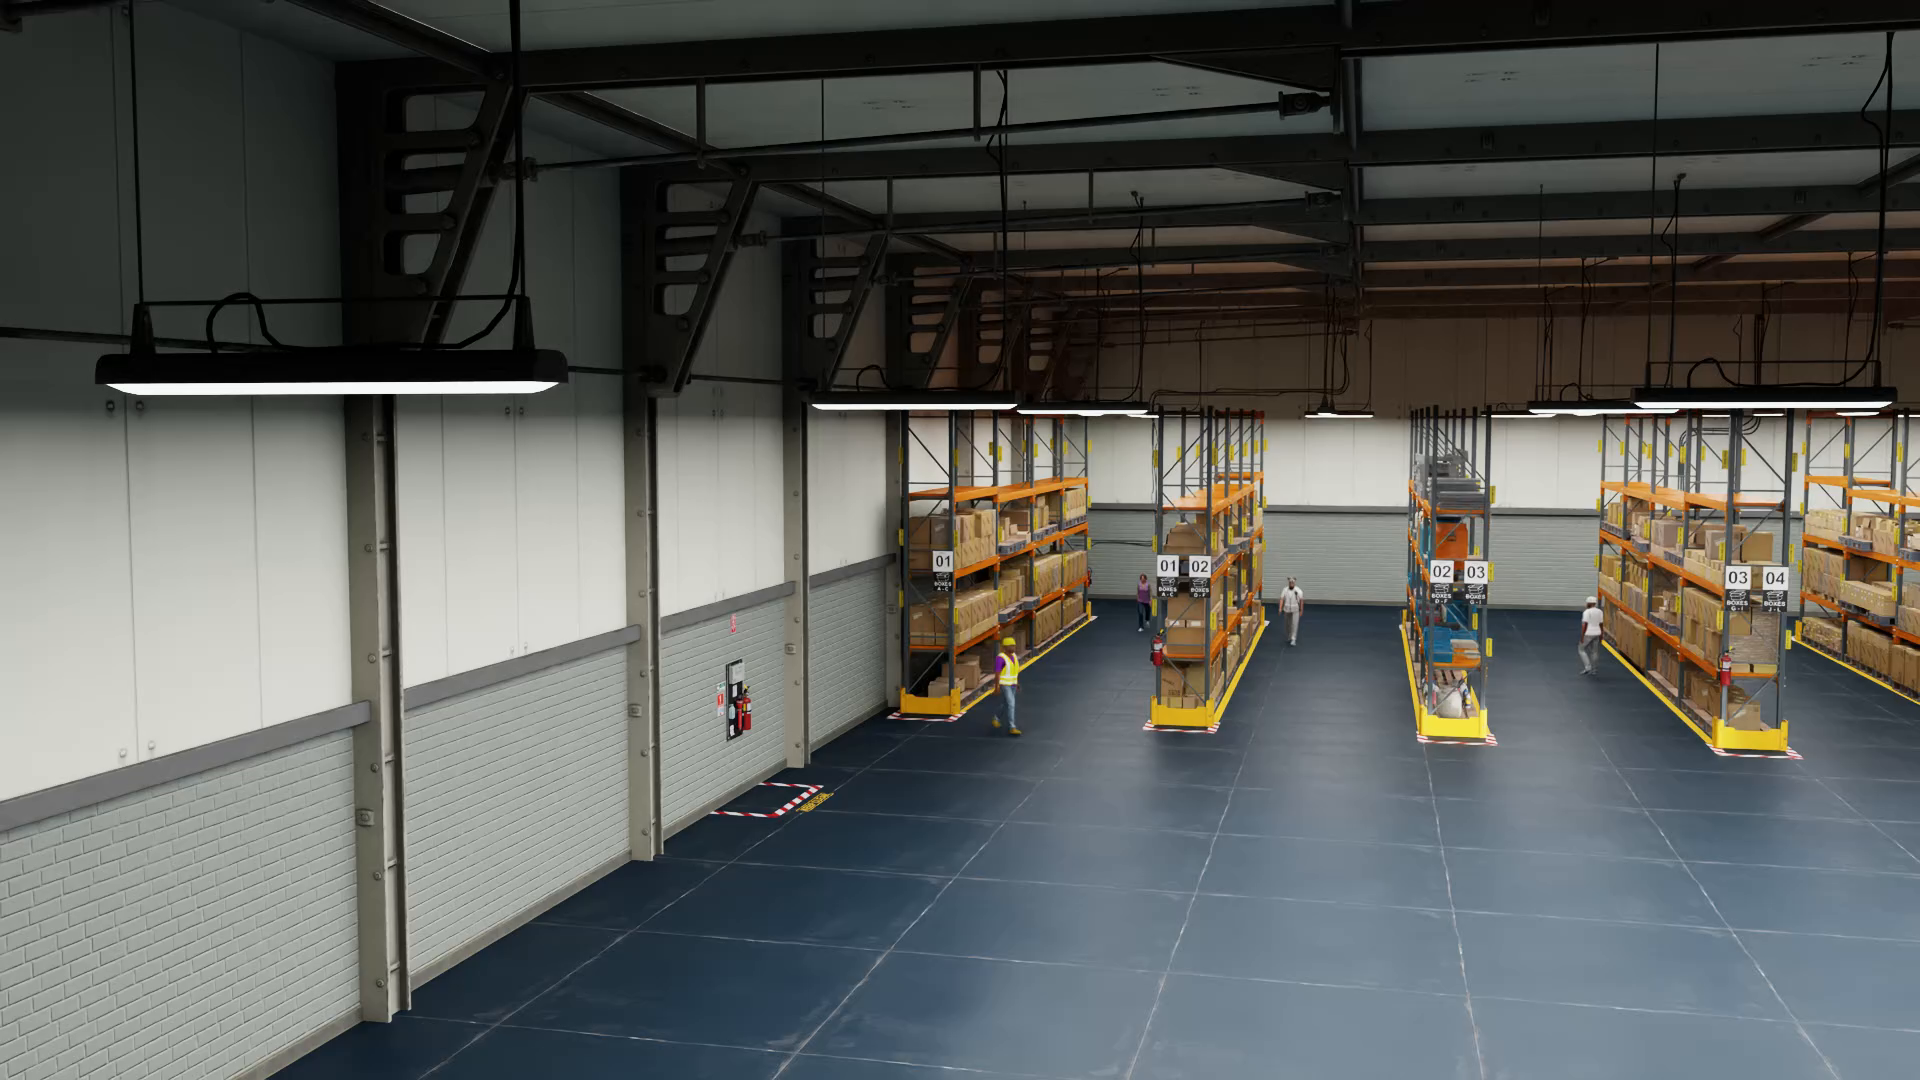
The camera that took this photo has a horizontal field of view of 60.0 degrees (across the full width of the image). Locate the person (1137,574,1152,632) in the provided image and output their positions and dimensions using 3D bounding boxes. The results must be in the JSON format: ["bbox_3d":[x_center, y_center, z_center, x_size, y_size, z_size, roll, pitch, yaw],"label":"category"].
[{"bbox_3d":[5.030,1.682,45.265,0.422,1.563,0.768,1,4,11],"label":"person"}]

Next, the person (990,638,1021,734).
[{"bbox_3d":[0.863,2.661,30.614,0.883,1.739,0.621,3,5,37],"label":"person"}]

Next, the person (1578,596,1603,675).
[{"bbox_3d":[14.230,2.148,37.523,0.609,1.763,0.386,-2,4,-22],"label":"person"}]

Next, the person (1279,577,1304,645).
[{"bbox_3d":[8.478,1.789,42.569,0.601,1.701,1.077,1,4,17],"label":"person"}]
